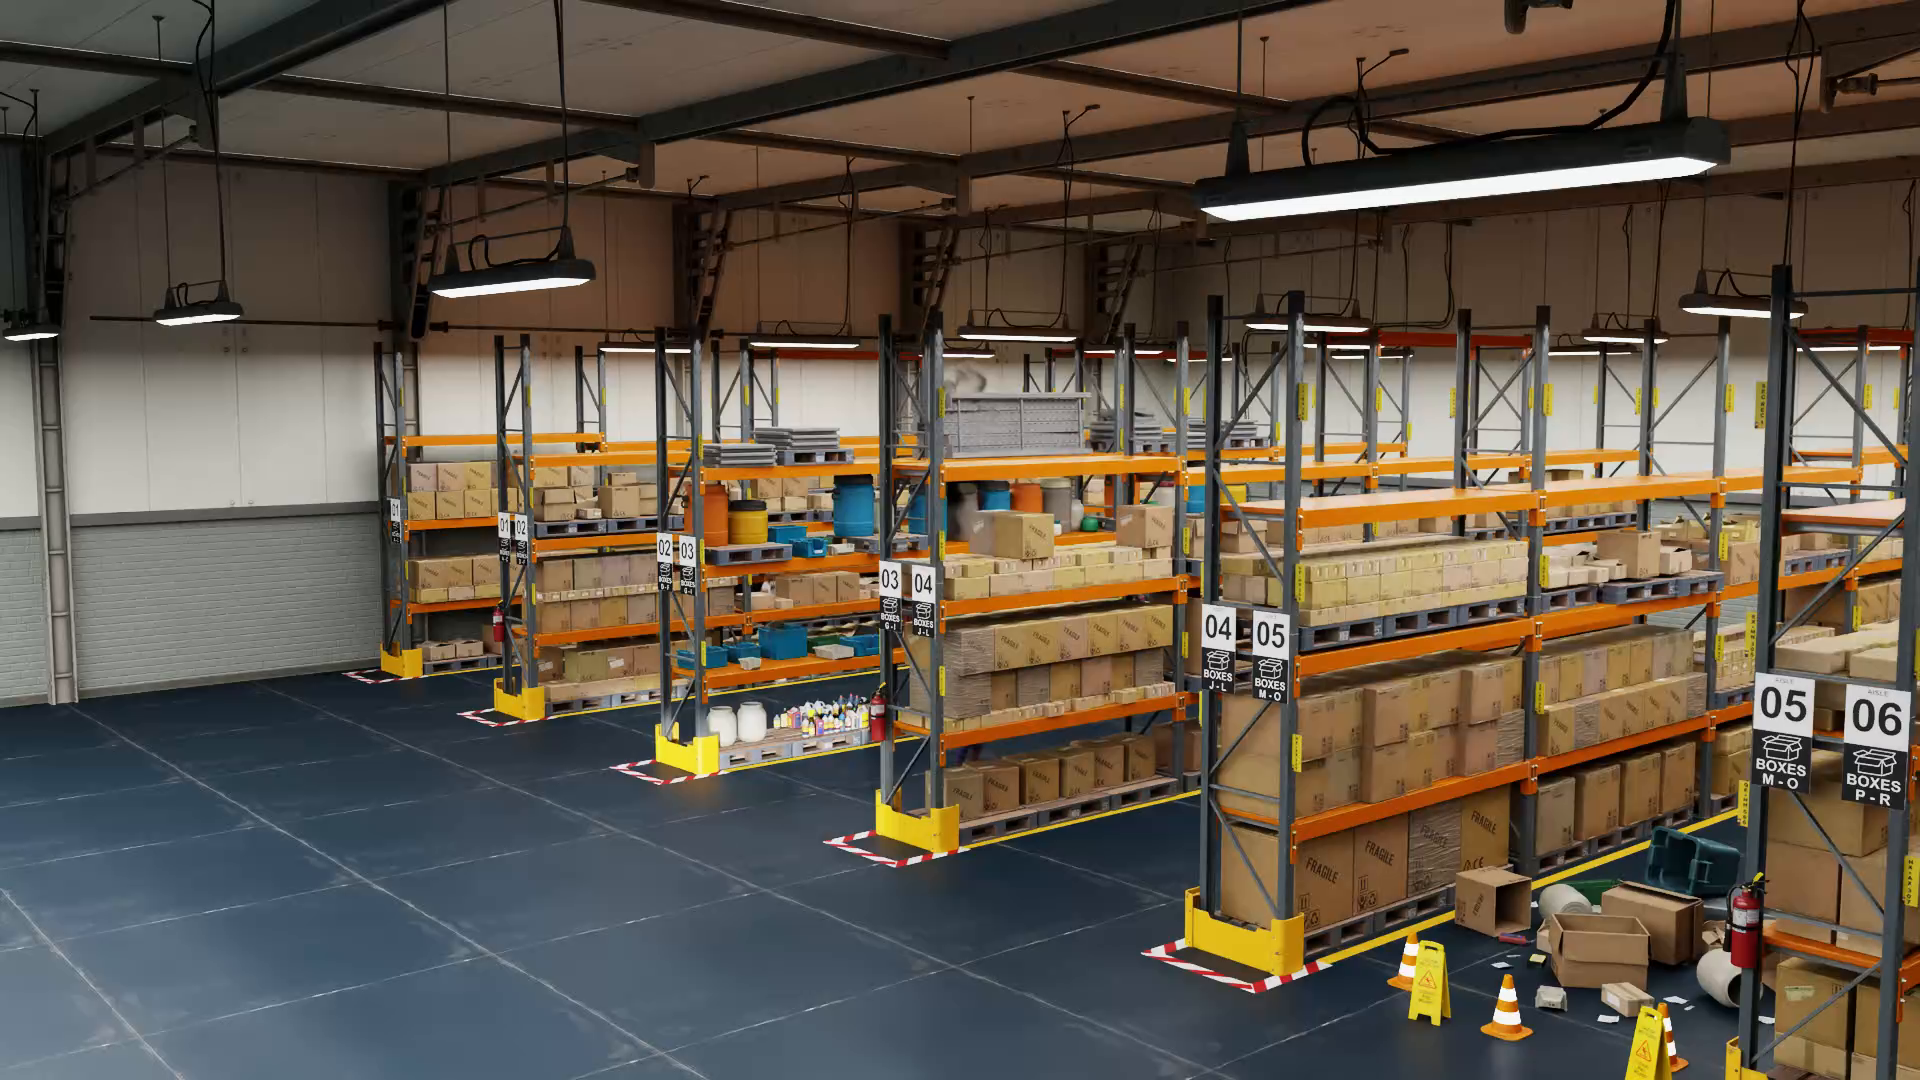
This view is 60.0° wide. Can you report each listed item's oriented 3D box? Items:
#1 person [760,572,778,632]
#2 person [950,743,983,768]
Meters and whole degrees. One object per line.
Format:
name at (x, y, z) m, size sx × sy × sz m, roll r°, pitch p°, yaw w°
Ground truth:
person at (-3.658, 1.371, 32.057) m, size 0.575 × 1.691 × 0.909 m, roll 5°, pitch 7°, yaw 41°
person at (0.071, 2.267, 22.551) m, size 0.602 × 1.627 × 0.913 m, roll 4°, pitch 7°, yaw 37°
